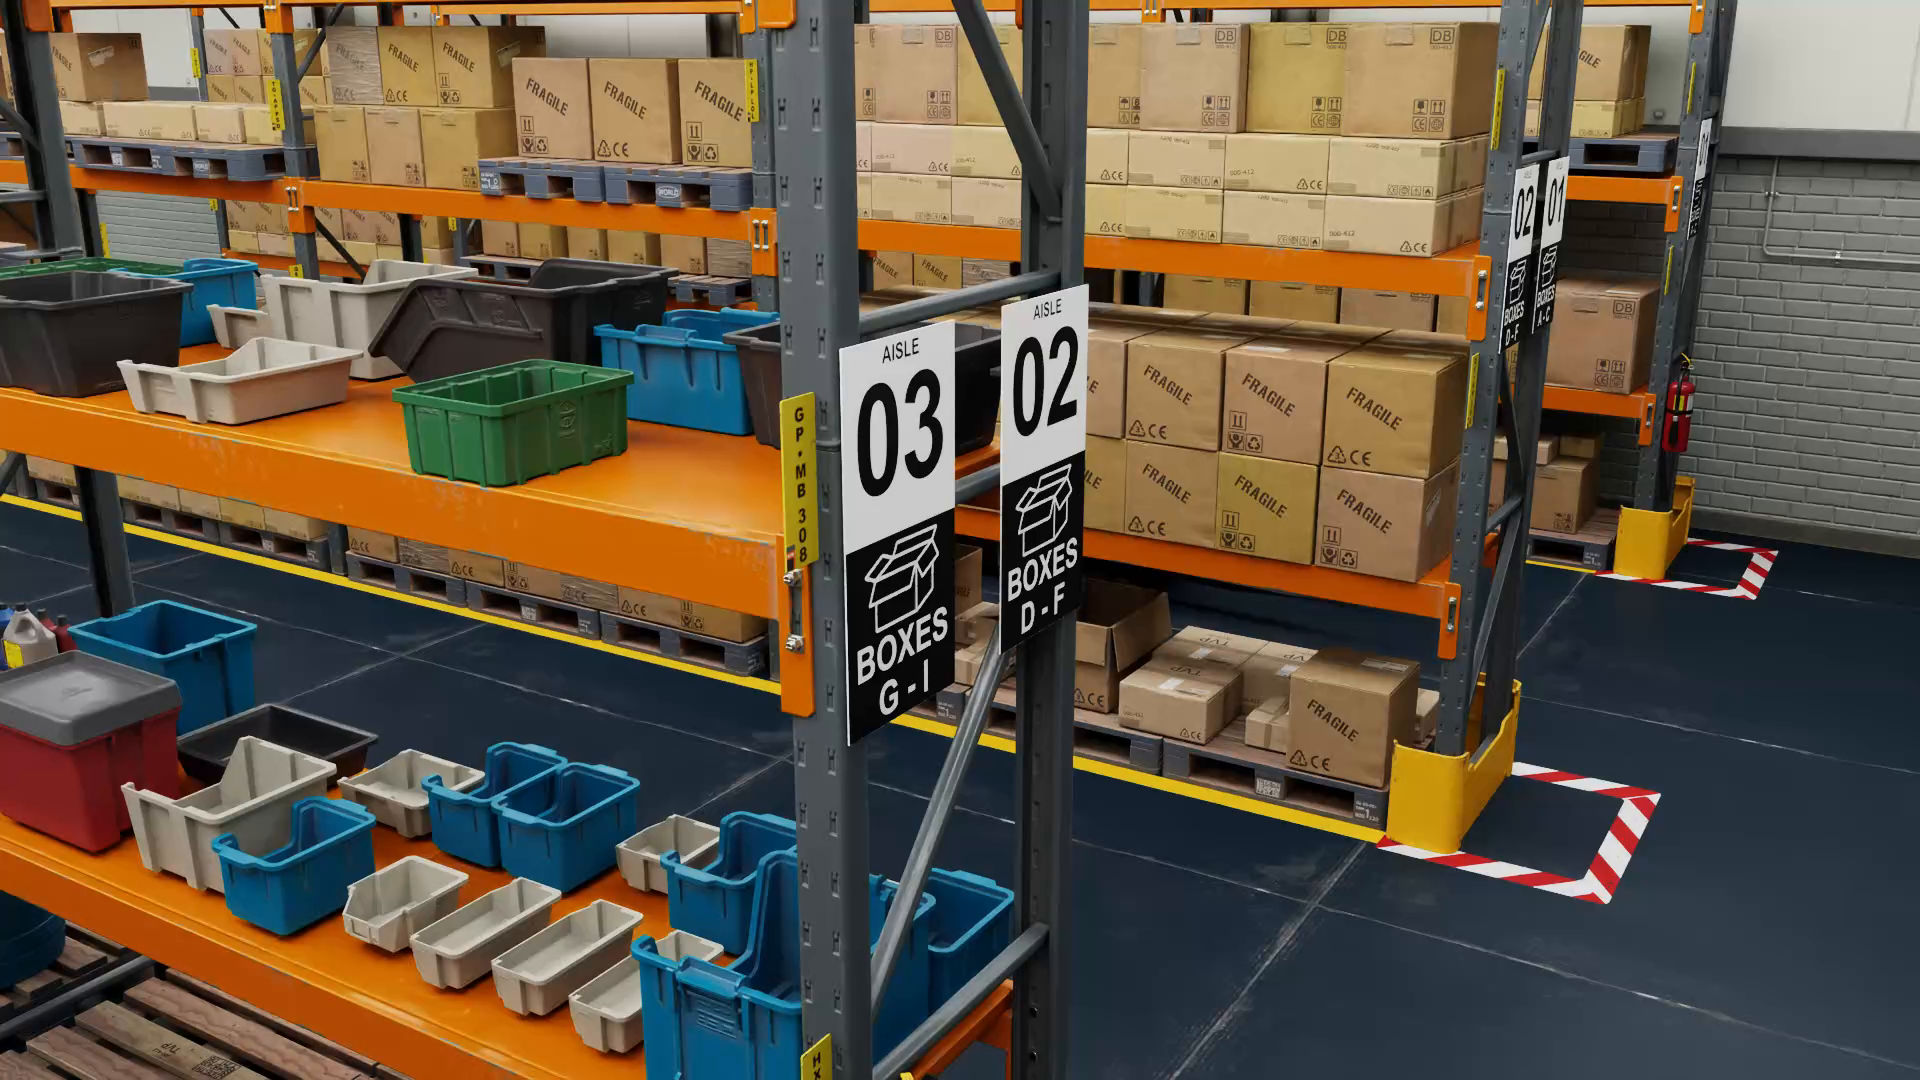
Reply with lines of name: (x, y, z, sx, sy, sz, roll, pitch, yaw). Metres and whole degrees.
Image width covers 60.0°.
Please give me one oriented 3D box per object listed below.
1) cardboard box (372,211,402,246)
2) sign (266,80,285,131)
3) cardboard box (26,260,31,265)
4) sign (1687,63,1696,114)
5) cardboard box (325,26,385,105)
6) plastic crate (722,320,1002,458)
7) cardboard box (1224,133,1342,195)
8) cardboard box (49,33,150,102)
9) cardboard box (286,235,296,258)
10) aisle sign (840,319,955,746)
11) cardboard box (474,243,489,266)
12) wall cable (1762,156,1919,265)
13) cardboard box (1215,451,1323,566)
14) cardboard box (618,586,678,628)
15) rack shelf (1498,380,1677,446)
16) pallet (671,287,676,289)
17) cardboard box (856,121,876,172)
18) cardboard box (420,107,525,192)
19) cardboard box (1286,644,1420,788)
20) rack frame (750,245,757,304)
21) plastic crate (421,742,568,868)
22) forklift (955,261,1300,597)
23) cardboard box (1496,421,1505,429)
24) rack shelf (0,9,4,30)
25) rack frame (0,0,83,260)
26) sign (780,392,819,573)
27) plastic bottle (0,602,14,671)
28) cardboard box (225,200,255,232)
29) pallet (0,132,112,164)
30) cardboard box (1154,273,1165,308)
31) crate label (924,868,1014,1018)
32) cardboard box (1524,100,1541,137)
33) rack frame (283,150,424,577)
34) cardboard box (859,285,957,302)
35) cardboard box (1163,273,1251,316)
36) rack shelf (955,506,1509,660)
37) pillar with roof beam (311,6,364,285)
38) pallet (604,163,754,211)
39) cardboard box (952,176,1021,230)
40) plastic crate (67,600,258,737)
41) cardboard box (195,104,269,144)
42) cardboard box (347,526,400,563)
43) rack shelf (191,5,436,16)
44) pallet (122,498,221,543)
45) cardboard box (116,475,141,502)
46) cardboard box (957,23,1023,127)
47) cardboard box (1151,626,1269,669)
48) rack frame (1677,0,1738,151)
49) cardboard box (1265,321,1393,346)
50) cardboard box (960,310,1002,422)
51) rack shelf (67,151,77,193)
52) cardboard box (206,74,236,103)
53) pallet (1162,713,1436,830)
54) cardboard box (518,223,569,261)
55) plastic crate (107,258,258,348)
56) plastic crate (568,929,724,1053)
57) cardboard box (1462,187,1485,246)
cardboard box: (-6.057, -3.506, 18.195, 0.500, 0.500, 0.500, 10, 20, 30)
sign: (-4.543, -2.888, 11.040, 0.005, 0.325, 0.100, 10, 20, 30)
cardboard box: (-7.998, -2.258, 13.867, 0.250, 0.149, 0.380, 10, 20, 30)
sign: (4.865, -3.003, 11.057, 0.005, 0.325, 0.100, 10, 20, 30)
cardboard box: (-3.877, -3.197, 11.192, 0.500, 0.500, 0.500, 10, 20, 30)
plastic crate: (-0.206, -0.361, 3.971, 0.590, 0.269, 0.497, 10, 20, 30)
cardboard box: (1.574, -1.780, 7.818, 0.500, 0.250, 0.500, 10, 20, 30)
cardboard box: (-6.651, -3.651, 12.822, 0.500, 0.500, 0.500, 12, 21, 35)
cardboard box: (-7.342, -3.378, 19.065, 0.500, 0.250, 0.500, 10, 19, 29)
aisle sign: (-0.116, -0.021, 3.315, 0.004, 0.787, 0.394, 10, 20, 30)
cardboard box: (-5.353, -3.202, 18.484, 0.500, 0.250, 0.500, 10, 20, 31)
wall cable: (6.747, -1.840, 12.028, 1.851, 1.984, 0.084, 10, 20, 30)
cardboard box: (1.604, -0.213, 8.250, 0.500, 0.500, 0.500, 10, 20, 31)
cardboard box: (-1.824, 0.209, 10.575, 0.500, 0.500, 0.500, 10, 20, 30)
rack shelf: (3.457, -1.274, 13.152, 4.000, 0.370, 1.077, 10, 20, 30)
pallet: (-3.364, -2.730, 17.038, 1.213, 0.211, 1.003, 10, 20, 30)
cardboard box: (-0.552, -2.162, 9.075, 0.500, 0.250, 0.500, 10, 20, 30)
cardboard box: (-2.978, -2.572, 10.854, 0.500, 0.500, 0.910, 10, 20, 30)
cardboard box: (1.980, 0.877, 8.376, 0.500, 0.500, 0.500, 10, 20, 30)
rack frame: (-1.656, -2.531, 16.052, 0.127, 3.000, 1.000, 10, 20, 30)
plastic crate: (-1.439, 0.826, 5.186, 0.300, 0.233, 0.416, 10, 20, 30)
forklift: (1.156, -1.151, 11.628, 3.031, 2.935, 1.130, 11, 20, 33)
cardboard box: (4.291, -0.818, 12.876, 0.250, 0.149, 0.380, 10, 20, 30)
rack shelf: (-5.136, -2.108, 6.263, 4.000, 0.370, 1.077, 10, 20, 30)
rack frame: (-3.432, -2.339, 5.099, 0.127, 3.000, 1.000, 10, 20, 30)
sign: (-0.298, -0.107, 3.091, 0.005, 0.325, 0.100, 10, 20, 30)
plastic bottle: (-3.826, 0.383, 6.680, 0.097, 0.271, 0.097, 0, 17, 0)
cardboard box: (-8.223, -3.897, 19.484, 0.500, 0.500, 0.500, 10, 20, 30)
pallet: (-6.895, -3.125, 13.175, 1.217, 0.209, 0.805, 9, 19, 28)
cardboard box: (1.493, -2.254, 14.424, 0.500, 0.500, 0.500, 9, 19, 28)
crate label: (-0.062, 1.072, 4.376, 0.303, 0.233, 0.416, 10, 20, 30)
cardboard box: (3.954, -3.051, 11.966, 0.500, 0.250, 0.500, 9, 19, 28)
rack frame: (-4.245, -1.303, 12.011, 0.127, 3.000, 1.000, 10, 20, 30)
cardboard box: (-0.270, -1.208, 9.806, 0.500, 0.500, 0.500, 10, 20, 30)
cardboard box: (2.206, -1.979, 13.720, 0.700, 0.700, 0.980, 10, 20, 31)
rack shelf: (0.868, -0.046, 9.111, 4.000, 0.370, 1.077, 10, 20, 30)
pillar with roof beam: (-9.677, -5.660, 16.031, 0.400, 9.000, 9.100, 10, 20, 30)
pallet: (-1.356, -2.157, 9.983, 1.003, 0.211, 1.213, 10, 20, 30)
cardboard box: (0.297, -1.770, 8.643, 0.500, 0.250, 0.500, 10, 20, 30)
plastic crate: (-2.856, 0.497, 6.009, 0.575, 0.384, 0.392, 10, 20, 30)
cardboard box: (-5.117, -2.998, 11.965, 0.500, 0.250, 0.500, 11, 20, 32)
cardboard box: (-4.007, -0.178, 11.849, 0.500, 0.500, 0.500, 11, 20, 32)
rack shelf: (-6.769, -5.968, 18.289, 4.000, 0.370, 1.077, 10, 20, 30)
pallet: (-5.962, -0.290, 13.472, 1.213, 0.211, 1.003, 10, 20, 30)
cardboard box: (-6.562, -0.518, 13.434, 0.500, 0.250, 0.500, 9, 19, 28)
cardboard box: (0.379, -2.406, 8.589, 0.500, 0.500, 0.700, 10, 20, 30)
cardboard box: (1.405, 0.714, 9.345, 0.500, 0.250, 0.500, 10, 20, 30)
rack frame: (5.161, -4.184, 11.174, 0.127, 3.000, 1.000, 10, 20, 30)
cardboard box: (1.882, -0.823, 8.538, 0.500, 0.500, 0.500, 10, 20, 31)
cardboard box: (0.295, -0.923, 8.867, 0.500, 0.500, 0.500, 9, 19, 28)
rack shelf: (-9.358, -3.307, 14.684, 4.000, 0.370, 1.077, 10, 20, 30)
cardboard box: (-8.319, -5.127, 19.233, 0.500, 0.500, 0.500, 11, 20, 31)
pallet: (1.827, 1.115, 8.847, 1.213, 0.211, 1.003, 10, 20, 30)
cardboard box: (-4.176, -3.225, 17.408, 0.500, 0.500, 0.700, 13, 21, 36)
plastic crate: (-2.489, -0.764, 5.364, 0.300, 0.233, 0.416, 10, 20, 30)
plastic crate: (-0.813, 1.158, 4.259, 0.243, 0.136, 0.396, 10, 20, 30)
cardboard box: (2.267, -1.591, 8.055, 0.500, 0.250, 0.500, 10, 20, 30)
